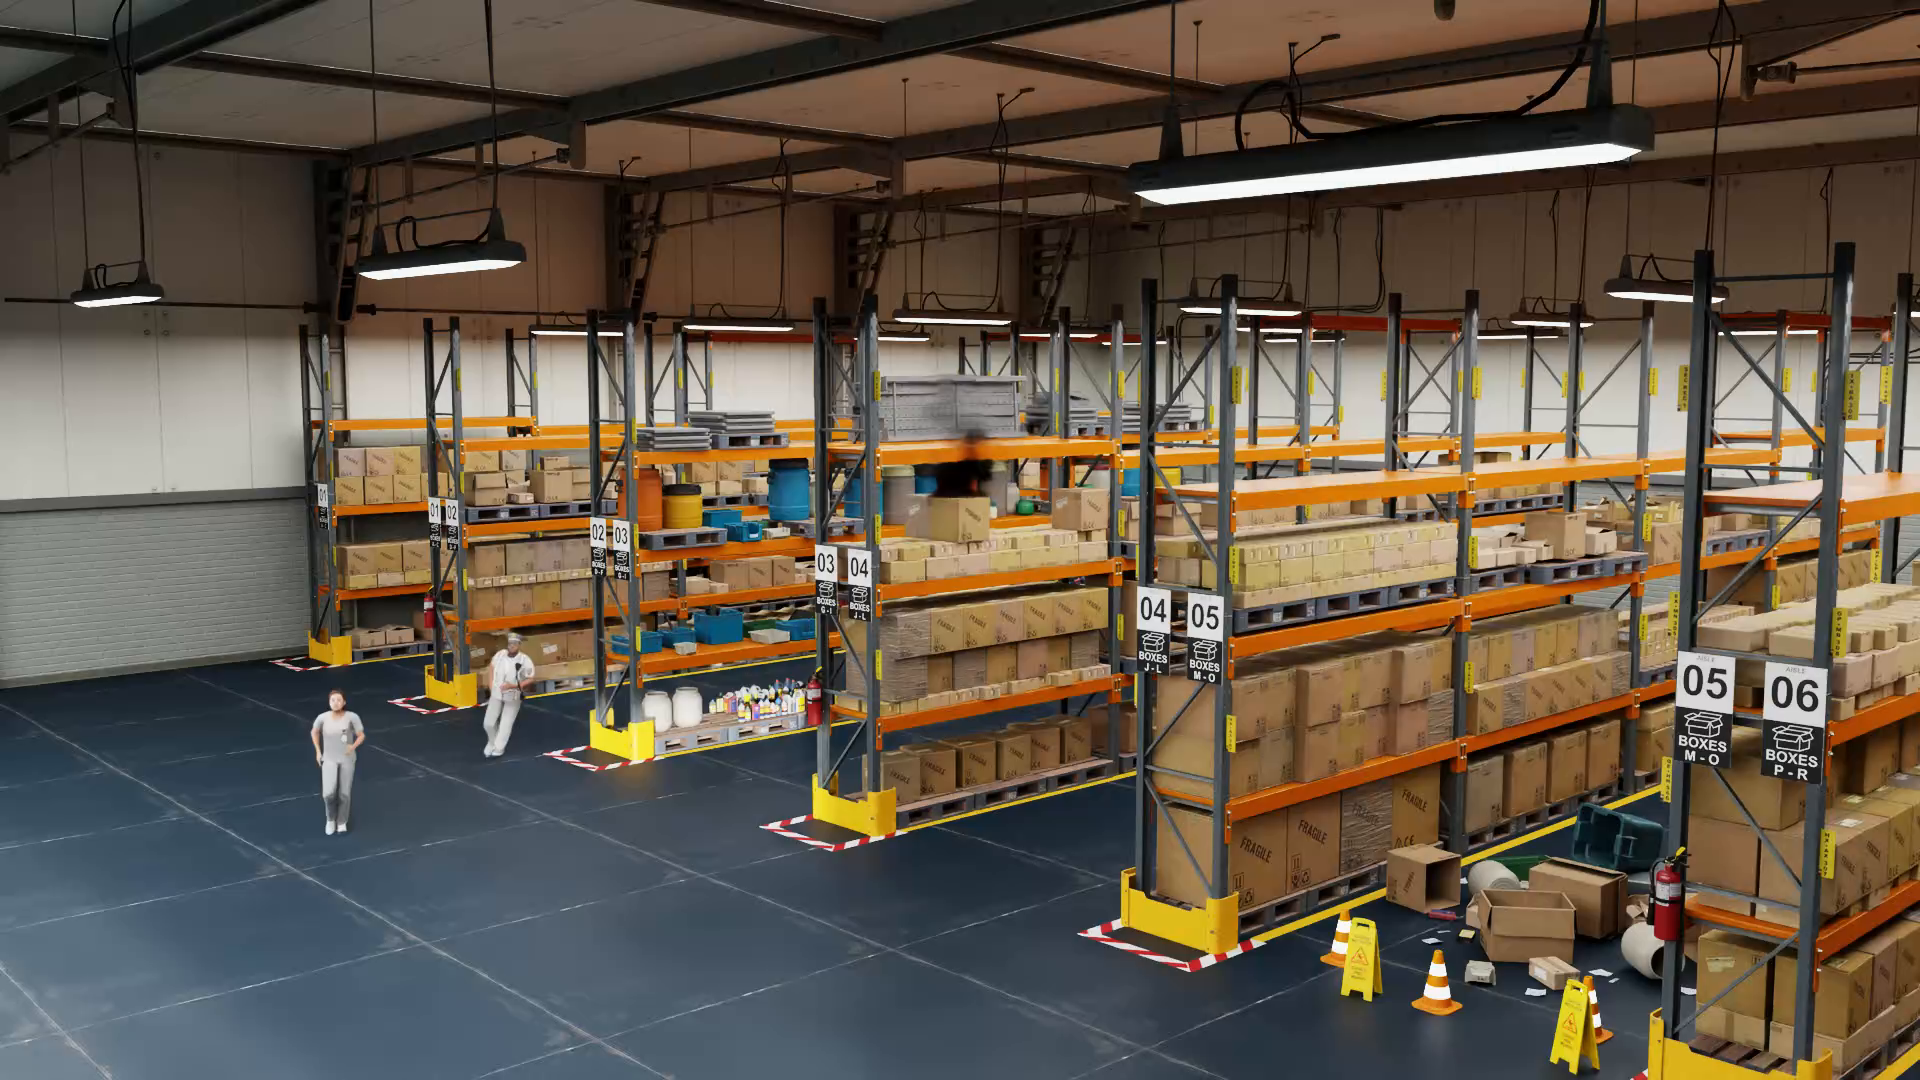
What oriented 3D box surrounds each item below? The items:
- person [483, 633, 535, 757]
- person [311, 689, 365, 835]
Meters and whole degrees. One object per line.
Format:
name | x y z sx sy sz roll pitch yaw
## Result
person | -6.039 2.071 22.188 0.739 1.716 0.602 0 6 2
person | -6.911 2.475 18.504 0.569 1.639 0.622 -2 6 -19
